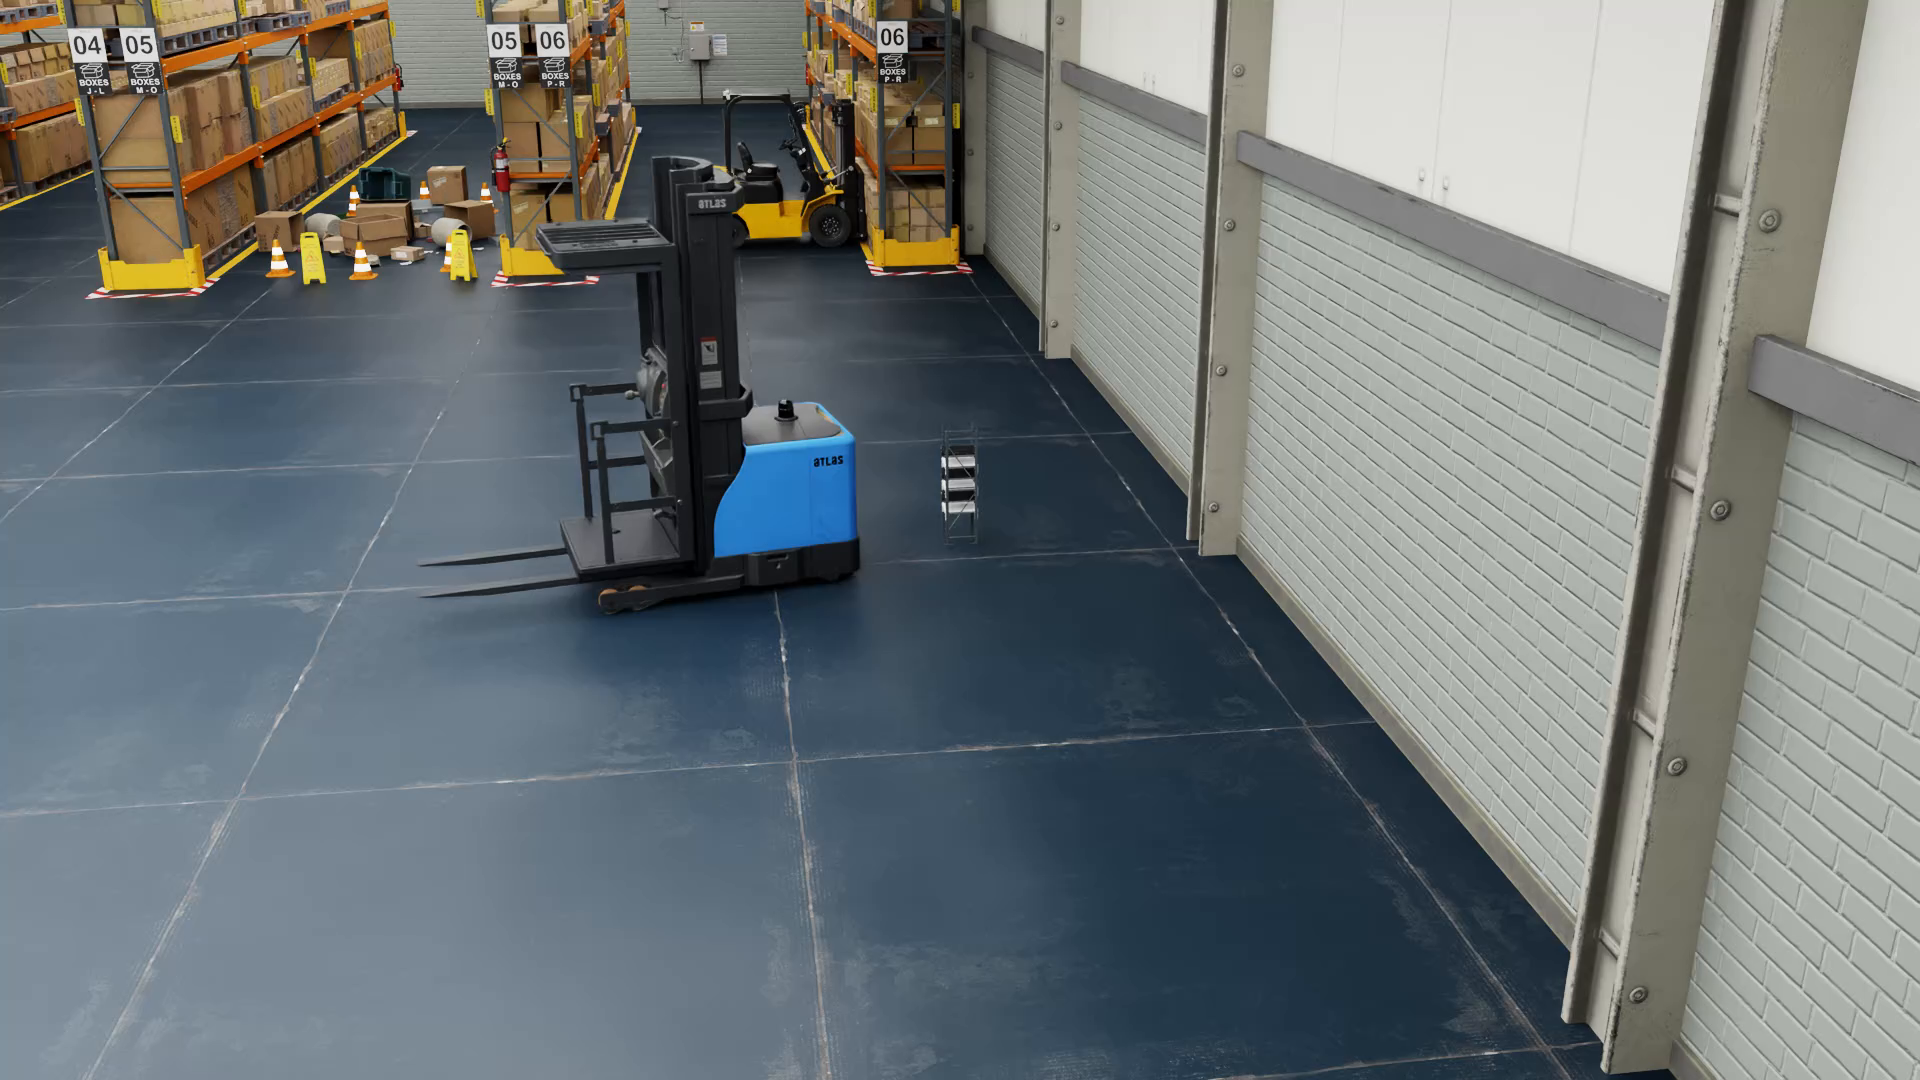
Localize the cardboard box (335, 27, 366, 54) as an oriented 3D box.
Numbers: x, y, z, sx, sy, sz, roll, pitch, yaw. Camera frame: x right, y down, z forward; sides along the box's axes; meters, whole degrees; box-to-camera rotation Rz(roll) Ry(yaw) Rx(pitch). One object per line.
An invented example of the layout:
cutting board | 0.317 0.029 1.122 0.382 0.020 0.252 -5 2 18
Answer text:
cardboard box | -12.044 -9.851 32.807 0.500 0.500 0.500 -4 21 -9

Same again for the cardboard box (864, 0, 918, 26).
cardboard box | -0.959 -7.427 23.140 0.700 0.500 0.500 -3 21 -7

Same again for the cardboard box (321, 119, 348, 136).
cardboard box | -11.622 -7.620 30.731 0.500 0.250 0.500 -4 21 -10

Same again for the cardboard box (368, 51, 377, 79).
cardboard box | -12.068 -9.567 33.475 0.500 0.500 0.500 -3 21 -9

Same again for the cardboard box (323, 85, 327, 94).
cardboard box | -11.578 -8.080 29.821 0.380 0.149 0.250 -2 21 -6

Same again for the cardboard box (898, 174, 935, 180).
cardboard box | -0.624 -5.130 24.065 0.500 0.250 0.500 -3 21 -8

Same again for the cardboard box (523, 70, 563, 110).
cardboard box | -5.982 -6.326 23.369 0.700 0.500 0.500 -3 21 -8

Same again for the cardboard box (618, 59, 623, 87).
cardboard box | -7.055 -9.356 33.336 0.500 0.500 0.500 -2 21 -6

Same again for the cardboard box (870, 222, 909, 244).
cardboard box | -0.986 -4.286 23.234 0.500 0.250 0.500 -3 21 -7

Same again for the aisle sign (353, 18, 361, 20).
aisle sign | -13.014 -11.462 35.402 0.394 0.787 0.004 -3 21 -8

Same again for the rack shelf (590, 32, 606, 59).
rack shelf | -6.382 -8.124 26.923 1.077 0.370 4.000 -3 21 -8

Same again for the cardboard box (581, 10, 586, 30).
cardboard box | -5.689 -7.524 24.076 0.500 0.250 0.500 -3 21 -9

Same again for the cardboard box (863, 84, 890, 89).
cardboard box | -1.257 -6.806 25.157 0.380 0.149 0.250 -3 21 -9

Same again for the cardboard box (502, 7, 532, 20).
cardboard box | -5.897 -7.011 22.133 0.380 0.149 0.250 -3 21 -7

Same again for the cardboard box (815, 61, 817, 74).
cardboard box | -2.737 -9.791 34.433 0.500 0.250 0.500 -3 21 -8

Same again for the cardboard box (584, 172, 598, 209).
cardboard box | -5.593 -5.080 24.288 0.500 0.500 0.500 -2 21 -5

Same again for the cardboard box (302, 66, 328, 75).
cardboard box | -11.620 -8.447 29.953 0.380 0.149 0.250 -2 21 -6

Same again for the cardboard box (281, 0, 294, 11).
cardboard box | -11.106 -8.724 26.885 0.500 0.311 0.500 -3 21 -8

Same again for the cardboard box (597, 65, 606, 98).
cardboard box | -6.170 -7.635 27.703 0.500 0.500 0.500 -4 21 -11

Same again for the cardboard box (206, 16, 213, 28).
cardboard box | -10.423 -7.059 22.658 0.380 0.149 0.250 -3 21 -8

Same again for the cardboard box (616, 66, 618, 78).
cardboard box | -6.863 -8.985 31.984 0.500 0.250 0.500 -2 21 -6

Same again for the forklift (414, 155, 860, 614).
forklift | -2.293 -1.077 11.410 3.031 2.935 1.130 -7 22 -19

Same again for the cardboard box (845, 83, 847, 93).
cardboard box | -1.658 -7.333 26.994 0.380 0.149 0.250 -4 21 -9

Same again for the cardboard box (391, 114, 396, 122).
cardboard box | -12.348 -9.066 35.752 0.380 0.149 0.250 -3 21 -9

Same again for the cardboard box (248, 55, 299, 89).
cardboard box | -11.499 -7.823 27.803 0.700 0.500 0.500 -3 21 -8

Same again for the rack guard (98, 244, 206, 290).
rack guard | -10.397 -3.515 21.412 1.175 0.500 0.348 -3 21 -8

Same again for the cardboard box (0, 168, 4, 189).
cardboard box | -16.360 -6.053 27.579 0.700 0.500 0.500 -4 21 -11

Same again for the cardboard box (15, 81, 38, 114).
cardboard box | -16.354 -7.656 28.785 0.500 0.500 0.500 -3 21 -9

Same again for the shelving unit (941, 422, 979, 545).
shelving unit | -0.001 -0.424 12.566 0.258 0.900 0.210 -3 21 -8

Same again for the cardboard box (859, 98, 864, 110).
cardboard box | -1.294 -6.484 24.720 0.380 0.149 0.250 -3 21 -8

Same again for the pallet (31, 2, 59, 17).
pallet | -16.872 -9.634 30.211 0.805 0.209 1.217 -4 21 -10

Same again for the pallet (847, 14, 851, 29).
pallet | -1.322 -8.236 26.466 0.805 0.209 1.217 -4 21 -10

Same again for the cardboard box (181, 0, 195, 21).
cardboard box | -10.364 -6.942 21.776 0.500 0.250 0.500 -3 21 -8

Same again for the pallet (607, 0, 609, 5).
pallet | -7.066 -10.134 31.549 0.805 0.209 1.217 -4 21 -10

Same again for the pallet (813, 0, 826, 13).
pallet | -2.158 -10.114 31.490 1.213 0.211 1.003 -3 21 -8

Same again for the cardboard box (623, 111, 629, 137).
cardboard box | -7.360 -8.663 34.685 0.875 0.438 0.875 -4 21 -9

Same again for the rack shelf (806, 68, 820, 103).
rack shelf | -2.624 -9.741 35.537 1.077 0.370 4.000 -3 21 -8

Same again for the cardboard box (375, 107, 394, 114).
cardboard box | -12.380 -9.203 35.694 0.380 0.149 0.250 -3 21 -7

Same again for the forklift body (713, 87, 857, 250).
forklift body | -2.684 -5.397 24.093 2.313 2.155 1.214 -3 21 -8

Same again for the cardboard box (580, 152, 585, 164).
cardboard box | -5.360 -5.262 22.877 0.380 0.149 0.250 -3 21 -7

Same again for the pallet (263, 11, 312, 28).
pallet | -11.408 -8.561 27.332 1.213 0.211 1.003 -2 21 -5

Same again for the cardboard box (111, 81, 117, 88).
cardboard box | -16.920 -8.997 32.877 0.380 0.149 0.250 -3 21 -9

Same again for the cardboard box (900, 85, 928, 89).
cardboard box | -0.692 -6.747 24.998 0.380 0.149 0.250 -3 21 -9

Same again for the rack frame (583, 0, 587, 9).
rack frame | -6.093 -9.174 24.418 1.000 3.000 0.127 -3 21 -8

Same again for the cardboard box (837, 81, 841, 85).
cardboard box | -1.865 -7.825 28.879 0.500 0.250 0.500 -2 21 -6

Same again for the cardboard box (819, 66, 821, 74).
cardboard box | -2.515 -9.019 32.168 0.396 0.266 0.258 -2 21 -5

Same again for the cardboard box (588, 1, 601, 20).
cardboard box | -5.781 -8.118 25.491 0.500 0.250 0.500 -3 21 -9

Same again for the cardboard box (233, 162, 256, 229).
cardboard box | -10.956 -5.059 24.411 0.875 0.875 0.875 -3 21 -7

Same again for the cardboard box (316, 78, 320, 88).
cardboard box | -11.508 -8.046 29.305 0.380 0.149 0.250 -4 21 -9

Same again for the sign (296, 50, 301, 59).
sign | -12.666 -9.224 31.890 0.100 0.325 0.005 -3 21 -8

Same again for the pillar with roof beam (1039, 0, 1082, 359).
pillar with roof beam | -3.209 -6.033 16.007 9.100 9.000 0.400 -3 21 -8

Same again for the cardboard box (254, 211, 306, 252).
cardboard box | -9.738 -4.424 23.842 0.500 0.500 0.500 1 20 2

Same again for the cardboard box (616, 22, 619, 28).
cardboard box | -7.236 -10.603 34.320 0.380 0.149 0.250 -3 21 -8
